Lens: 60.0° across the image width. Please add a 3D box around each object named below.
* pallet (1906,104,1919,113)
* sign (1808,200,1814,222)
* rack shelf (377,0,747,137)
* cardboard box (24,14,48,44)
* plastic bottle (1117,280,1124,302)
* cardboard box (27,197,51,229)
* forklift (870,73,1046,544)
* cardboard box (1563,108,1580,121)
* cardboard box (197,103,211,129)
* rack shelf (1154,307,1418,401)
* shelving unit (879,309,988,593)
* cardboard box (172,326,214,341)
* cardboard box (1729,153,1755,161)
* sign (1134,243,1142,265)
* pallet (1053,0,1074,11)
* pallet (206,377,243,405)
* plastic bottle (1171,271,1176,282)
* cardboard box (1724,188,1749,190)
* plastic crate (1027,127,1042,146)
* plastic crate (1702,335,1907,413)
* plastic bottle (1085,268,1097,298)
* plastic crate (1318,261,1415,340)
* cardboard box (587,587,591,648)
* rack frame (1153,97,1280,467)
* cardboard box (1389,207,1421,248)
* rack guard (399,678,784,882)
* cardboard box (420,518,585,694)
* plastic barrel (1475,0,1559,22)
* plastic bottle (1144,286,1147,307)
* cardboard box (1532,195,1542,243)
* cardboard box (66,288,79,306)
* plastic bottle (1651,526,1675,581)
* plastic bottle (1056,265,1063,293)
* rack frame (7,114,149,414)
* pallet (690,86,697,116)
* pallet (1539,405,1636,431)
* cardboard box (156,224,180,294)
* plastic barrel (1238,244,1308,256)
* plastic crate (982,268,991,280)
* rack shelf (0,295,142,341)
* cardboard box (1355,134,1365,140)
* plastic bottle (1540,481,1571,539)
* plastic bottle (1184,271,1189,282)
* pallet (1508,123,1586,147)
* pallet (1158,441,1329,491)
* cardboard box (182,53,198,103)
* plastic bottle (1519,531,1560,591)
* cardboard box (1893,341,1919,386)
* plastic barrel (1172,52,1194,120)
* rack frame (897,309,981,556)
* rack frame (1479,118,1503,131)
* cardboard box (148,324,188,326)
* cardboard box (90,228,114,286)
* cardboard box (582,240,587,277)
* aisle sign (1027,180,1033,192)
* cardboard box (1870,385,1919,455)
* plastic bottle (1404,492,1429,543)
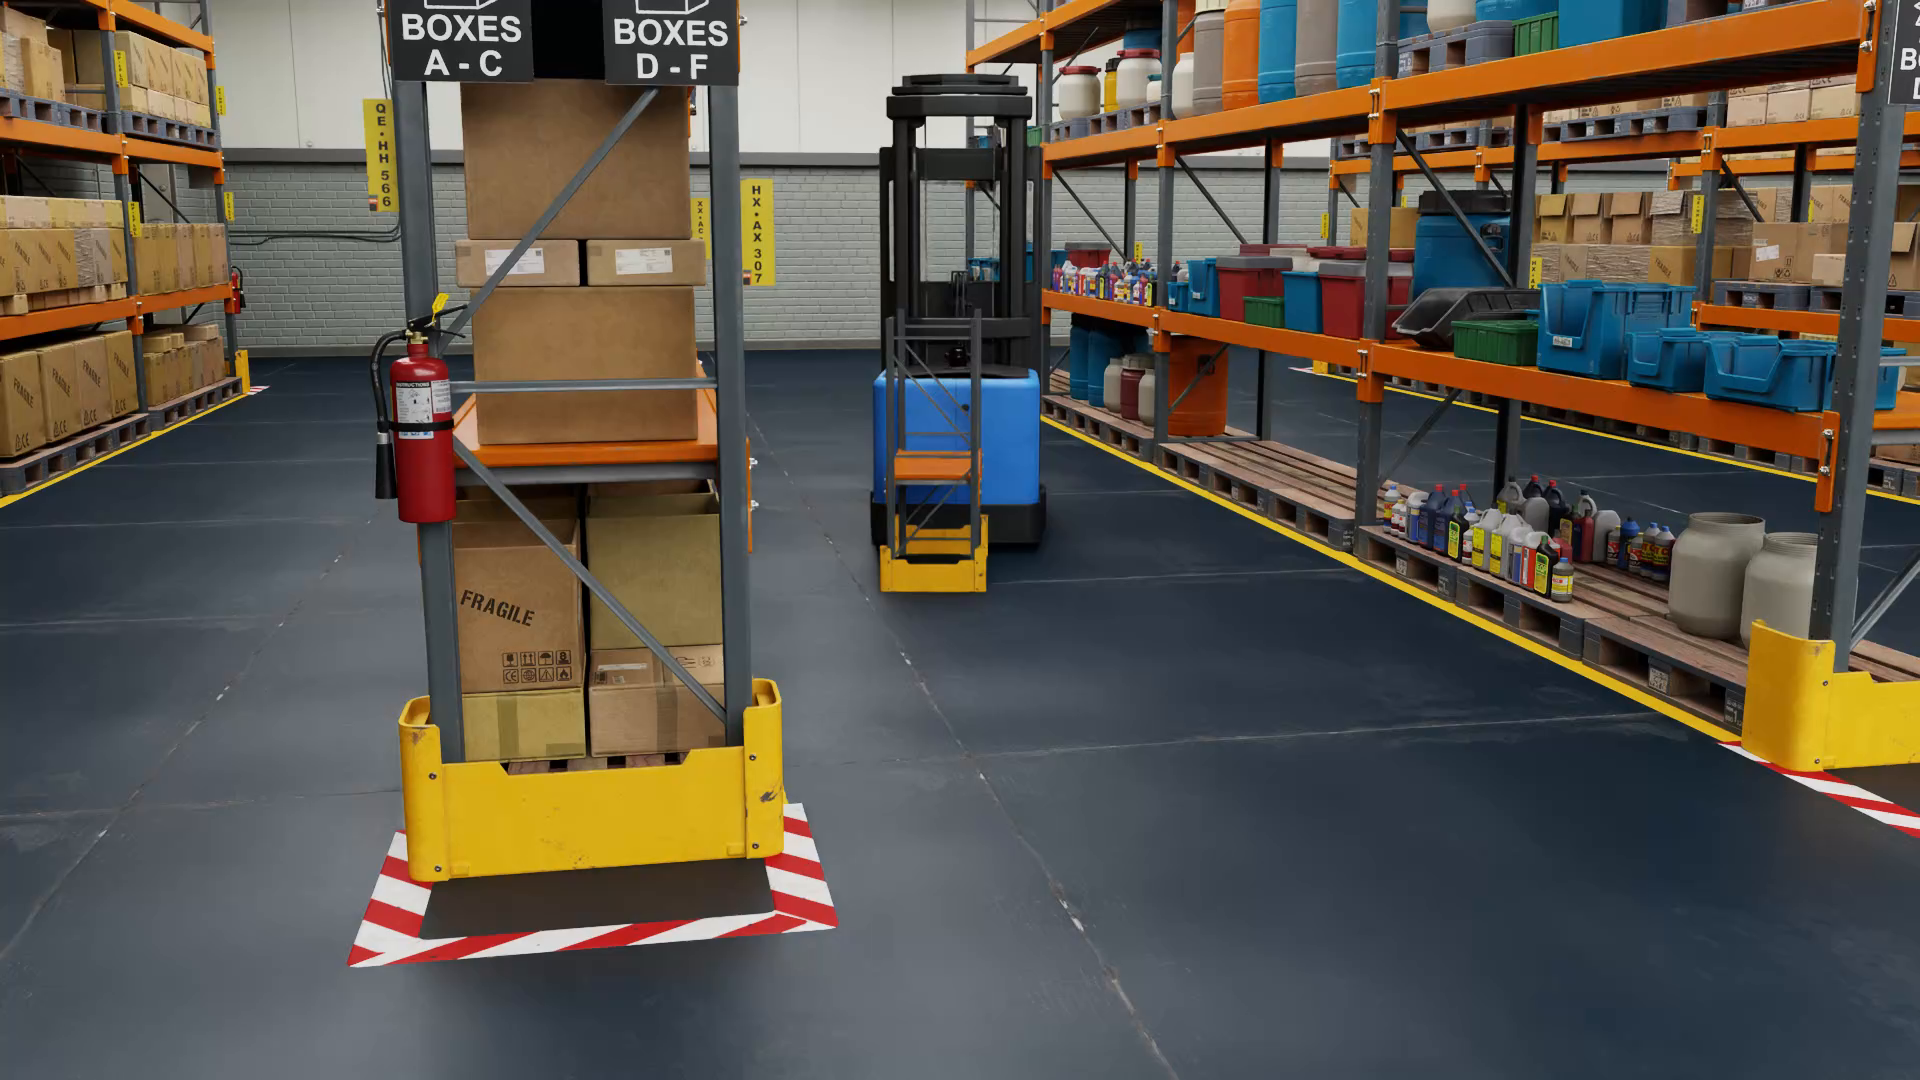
[{"bbox_3d":[7.547,-3.253,12.246,1.213,0.211,1.003,-2,11,-11],"label":"pallet"},{"bbox_3d":[7.520,-2.850,14.761,0.100,0.325,0.005,-2,11,-11],"label":"sign"},{"bbox_3d":[-1.562,-1.958,6.865,1.077,0.370,4.000,-2,11,-11],"label":"rack shelf"},{"bbox_3d":[-8.323,-4.432,14.490,0.500,0.250,0.500,-1,11,-7],"label":"cardboard box"},{"bbox_3d":[1.471,-2.250,15.029,0.097,0.201,0.097,0,11,0],"label":"plastic bottle"},{"bbox_3d":[-7.629,-2.614,13.286,0.500,0.250,0.500,-2,11,-11],"label":"cardboard box"},{"bbox_3d":[0.015,-1.634,11.443,1.130,2.935,3.031,0,11,1],"label":"forklift"},{"bbox_3d":[6.354,-4.310,16.844,0.380,0.149,0.250,-3,11,-13],"label":"cardboard box"},{"bbox_3d":[-8.740,-4.756,18.649,0.500,0.250,0.500,-2,11,-9],"label":"cardboard box"},{"bbox_3d":[2.520,-1.398,11.943,1.077,0.370,4.000,-2,11,-11],"label":"rack shelf"},{"bbox_3d":[-0.136,-0.547,9.559,0.587,1.500,1.083,0,11,1],"label":"shelving unit"},{"bbox_3d":[-8.655,-2.334,18.762,0.380,0.149,0.250,-2,11,-9],"label":"cardboard box"},{"bbox_3d":[10.366,-5.045,21.558,0.500,0.250,0.500,-2,11,-13],"label":"cardboard box"},{"bbox_3d":[1.893,-3.007,17.735,0.100,0.325,0.005,-2,11,-11],"label":"sign"},{"bbox_3d":[1.544,-5.359,16.360,1.003,0.211,1.213,-2,11,-11],"label":"pallet"},{"bbox_3d":[-8.911,-1.711,19.124,1.003,0.211,1.213,-2,11,-11],"label":"pallet"},{"bbox_3d":[1.944,-2.439,15.618,0.144,0.351,0.185,-2,11,-11],"label":"plastic bottle"},{"bbox_3d":[10.329,-4.333,21.704,0.500,0.500,0.500,-2,11,-12],"label":"cardboard box"},{"bbox_3d":[0.974,-4.288,17.747,0.450,0.188,0.662,-2,11,-11],"label":"plastic crate"},{"bbox_3d":[3.296,-0.659,6.533,0.499,0.251,0.616,-2,11,-11],"label":"plastic crate"},{"bbox_3d":[1.294,-2.480,16.034,0.152,0.276,0.135,-2,11,-11],"label":"plastic bottle"},{"bbox_3d":[2.514,-1.494,10.350,0.402,0.464,0.583,-2,11,-11],"label":"plastic crate"},{"bbox_3d":[-1.870,0.311,7.272,0.500,0.250,0.500,-2,11,-11],"label":"cardboard box"},{"bbox_3d":[2.131,-2.118,13.803,1.000,3.000,0.127,-2,11,-11],"label":"rack frame"},{"bbox_3d":[5.466,-3.922,20.880,0.500,0.500,0.500,-2,11,-13],"label":"cardboard box"},{"bbox_3d":[-1.168,0.761,5.362,1.175,0.500,0.348,-2,11,-11],"label":"rack guard"},{"bbox_3d":[-1.569,0.217,5.759,0.500,0.500,0.500,-2,11,-11],"label":"cardboard box"},{"bbox_3d":[2.997,-3.124,8.602,0.600,0.901,0.708,-2,11,-11],"label":"plastic barrel"},{"bbox_3d":[1.629,-2.101,14.244,0.097,0.201,0.097,0,11,0],"label":"plastic bottle"},{"bbox_3d":[6.343,-3.457,17.886,0.797,0.503,0.637,-2,11,-12],"label":"cardboard box"},{"bbox_3d":[-7.818,-2.092,14.282,0.380,0.149,0.250,-2,11,-13],"label":"cardboard box"},{"bbox_3d":[3.573,0.067,8.445,0.097,0.271,0.097,0,11,0],"label":"plastic bottle"},{"bbox_3d":[1.032,-2.687,17.105,0.061,0.283,0.133,-2,11,-11],"label":"plastic bottle"},{"bbox_3d":[-8.365,-2.491,15.764,1.000,3.000,0.127,-2,11,-11],"label":"rack frame"},{"bbox_3d":[-2.509,-3.198,11.960,1.213,0.211,1.003,-2,11,-8],"label":"pallet"},{"bbox_3d":[6.676,-1.299,16.957,1.003,0.211,1.213,-2,11,-11],"label":"pallet"},{"bbox_3d":[-8.591,-2.873,16.966,0.980,0.700,0.700,-2,11,-12],"label":"cardboard box"},{"bbox_3d":[2.518,-2.111,13.401,0.600,0.536,0.708,-2,11,-11],"label":"plastic barrel"},{"bbox_3d":[0.413,-3.242,20.251,0.250,0.136,0.298,-2,11,-11],"label":"plastic crate"},{"bbox_3d":[-7.976,-1.771,13.904,1.077,0.370,4.000,-2,11,-11],"label":"rack shelf"},{"bbox_3d":[5.587,-5.450,21.629,0.700,0.500,0.500,-3,11,-14],"label":"cardboard box"},{"bbox_3d":[3.354,-0.157,9.404,0.144,0.351,0.185,-3,11,-14],"label":"plastic bottle"},{"bbox_3d":[2.143,-2.380,15.523,0.097,0.271,0.097,0,11,0],"label":"plastic bottle"},{"bbox_3d":[6.438,-4.245,17.467,0.805,0.209,1.217,-3,11,-13],"label":"pallet"},{"bbox_3d":[2.243,-0.605,13.309,1.003,0.211,1.213,-2,11,-11],"label":"pallet"},{"bbox_3d":[-8.646,-5.032,18.096,0.500,0.500,0.500,-2,11,-9],"label":"cardboard box"},{"bbox_3d":[2.877,0.103,8.241,0.152,0.276,0.135,-2,11,-11],"label":"plastic bottle"},{"bbox_3d":[10.980,-2.027,18.885,0.500,0.500,0.500,-2,11,-9],"label":"cardboard box"},{"bbox_3d":[1.891,-3.578,13.154,0.421,0.512,0.421,0,11,0],"label":"plastic barrel"},{"bbox_3d":[-0.122,-0.640,10.049,0.500,1.500,0.032,0,11,1],"label":"rack frame"},{"bbox_3d":[6.211,-5.979,18.042,1.000,3.000,0.127,-2,11,-11],"label":"rack frame"},{"bbox_3d":[-9.129,-2.413,19.179,0.380,0.149,0.250,-2,11,-11],"label":"cardboard box"},{"bbox_3d":[-7.919,-2.528,14.839,0.500,0.500,0.500,-2,11,-11],"label":"cardboard box"},{"bbox_3d":[-1.583,-1.043,6.154,0.380,0.149,0.250,-2,11,-10],"label":"cardboard box"},{"bbox_3d":[0.848,-4.886,21.394,0.394,0.787,0.004,-2,11,-11],"label":"aisle sign"},{"bbox_3d":[7.376,-0.959,13.223,0.700,0.500,0.500,-1,11,-6],"label":"cardboard box"},{"bbox_3d":[2.630,-0.130,9.465,0.152,0.276,0.135,-2,11,-9],"label":"plastic bottle"}]
